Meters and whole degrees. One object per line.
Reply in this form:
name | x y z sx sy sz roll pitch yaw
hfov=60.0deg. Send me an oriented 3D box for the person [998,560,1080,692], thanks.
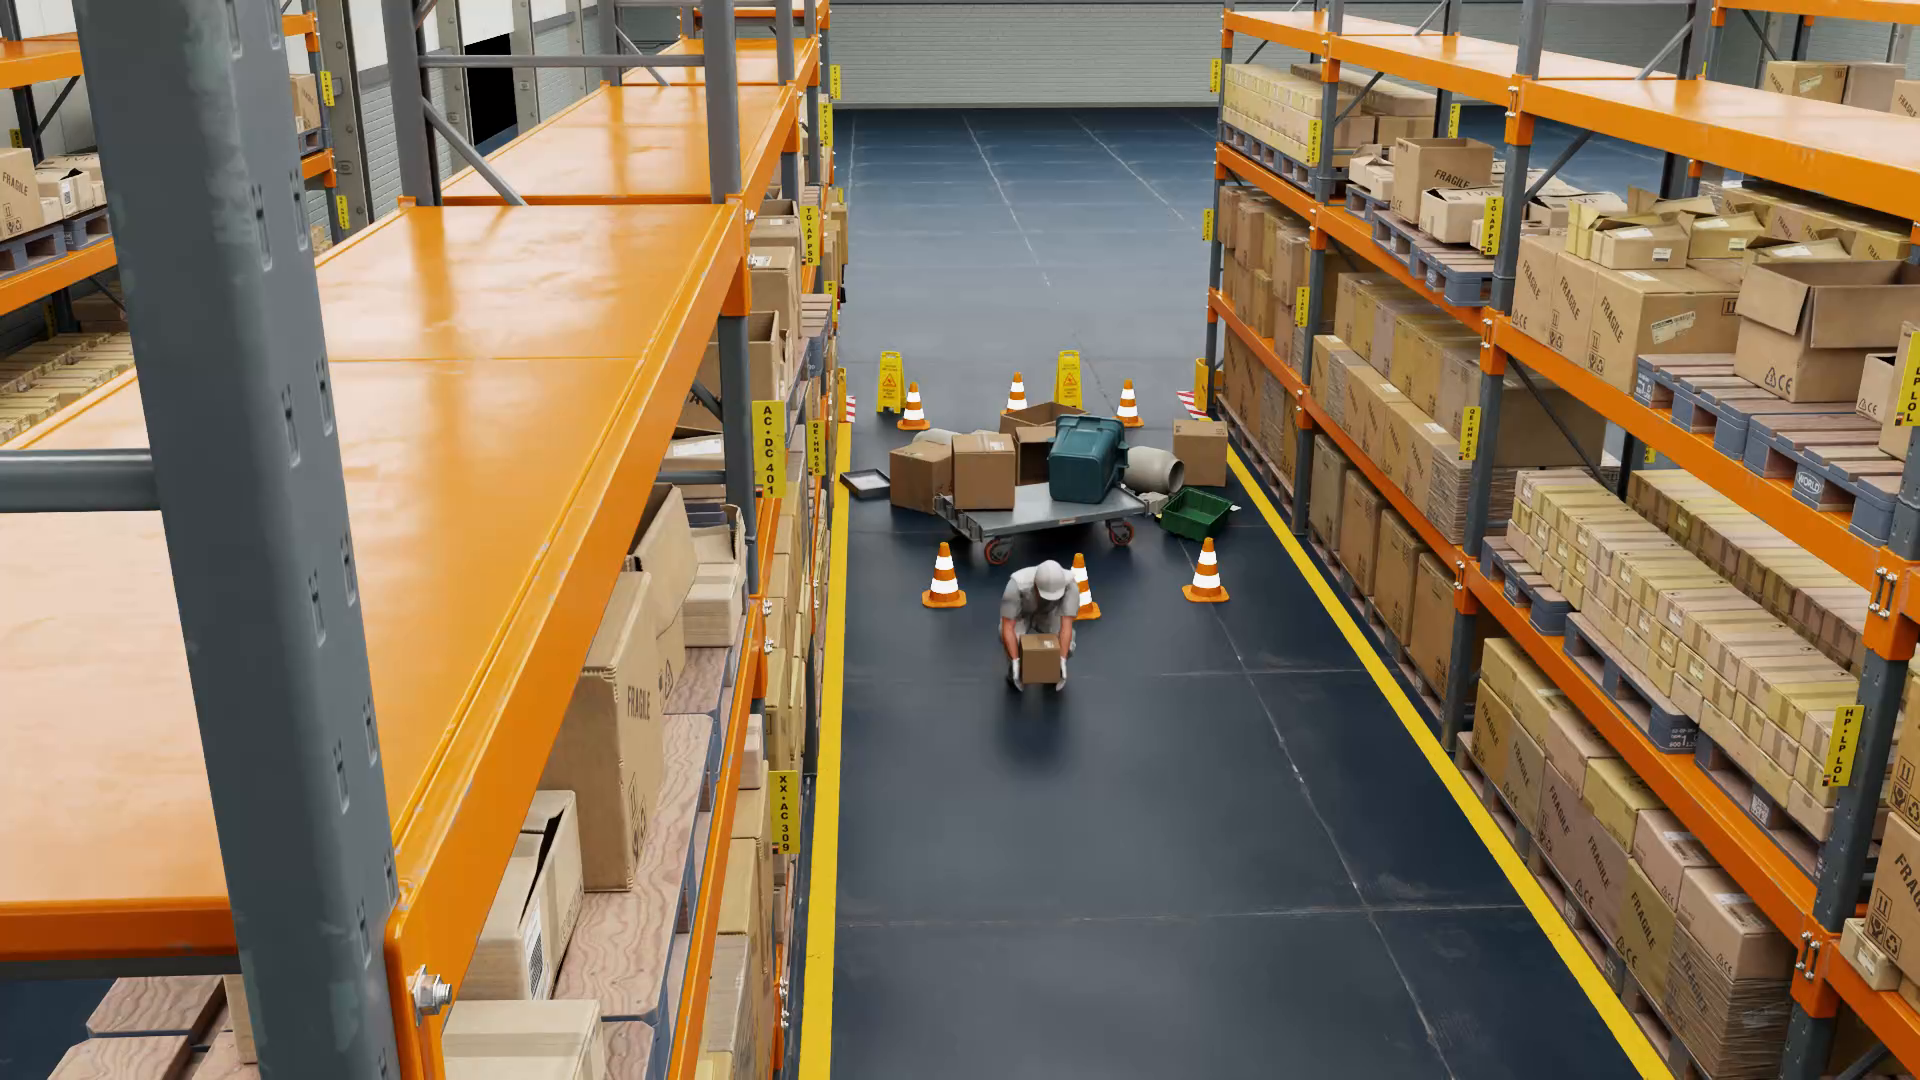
person | 0.531 0.519 11.300 0.549 0.990 0.870 -1 20 -3
